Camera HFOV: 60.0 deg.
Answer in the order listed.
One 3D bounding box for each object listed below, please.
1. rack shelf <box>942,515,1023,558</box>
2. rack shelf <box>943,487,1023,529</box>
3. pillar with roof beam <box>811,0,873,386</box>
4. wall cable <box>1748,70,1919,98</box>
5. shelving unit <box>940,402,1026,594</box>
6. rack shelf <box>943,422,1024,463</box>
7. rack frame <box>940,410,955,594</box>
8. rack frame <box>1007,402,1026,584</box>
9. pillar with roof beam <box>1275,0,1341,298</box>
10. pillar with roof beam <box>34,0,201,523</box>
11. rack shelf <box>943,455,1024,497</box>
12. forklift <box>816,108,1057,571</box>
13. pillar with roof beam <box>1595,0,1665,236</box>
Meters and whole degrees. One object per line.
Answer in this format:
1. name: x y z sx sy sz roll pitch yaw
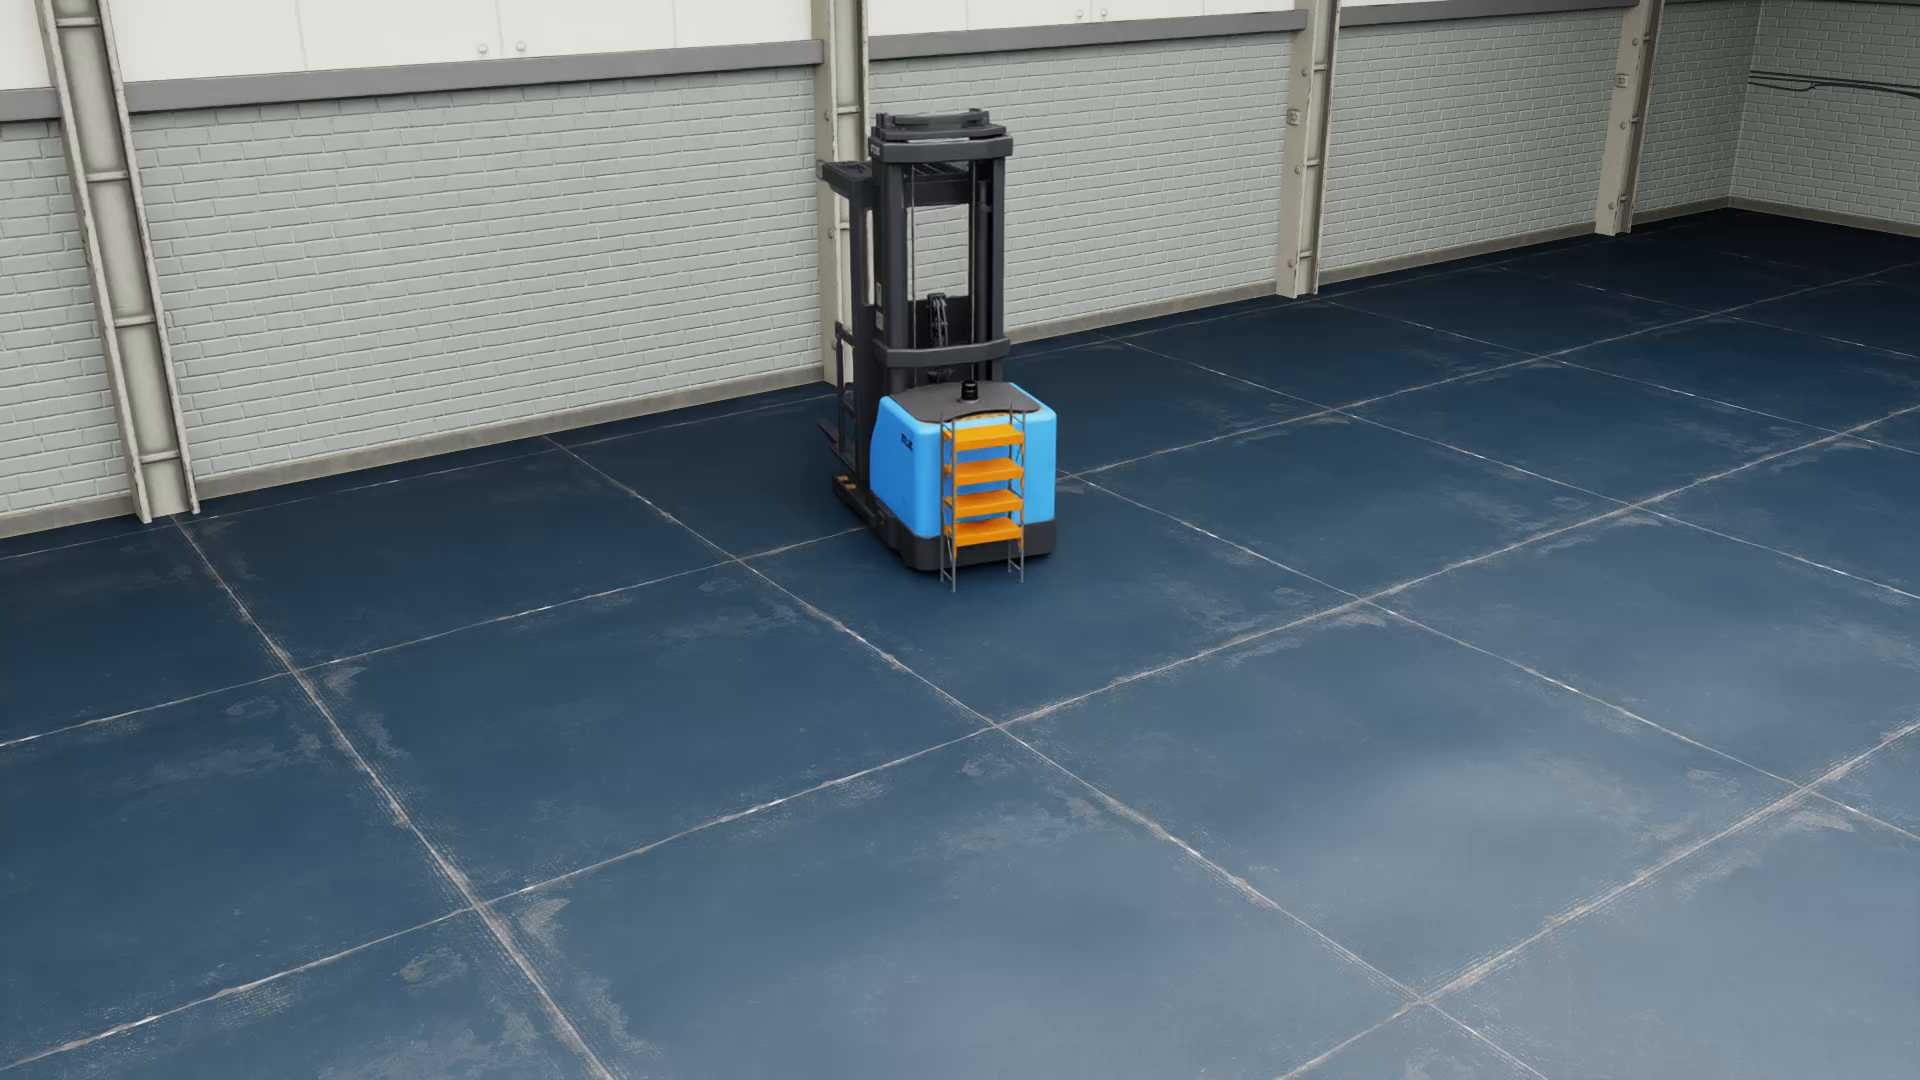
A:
1. rack shelf: 0.146 -0.028 11.063 0.480 0.148 0.258 -8 23 -19
2. rack shelf: 0.147 -0.212 10.988 0.480 0.148 0.258 -8 23 -19
3. pillar with roof beam: 1.466 -4.393 10.764 0.400 9.000 9.100 -15 26 -33
4. wall cable: 11.856 -7.083 21.695 0.112 2.526 3.097 -15 26 -33
5. shelving unit: 0.147 -0.274 10.963 0.503 1.200 0.258 -8 23 -19
6. rack shelf: 0.147 -0.639 10.816 0.480 0.148 0.258 -8 23 -19
7. rack frame: -0.081 -0.242 10.882 0.015 1.200 0.240 -8 23 -19
8. rack frame: 0.374 -0.307 11.044 0.015 1.200 0.240 -8 23 -19
9. pillar with roof beam: 6.336 -5.692 14.018 0.400 9.000 9.100 -15 26 -33
10. pillar with roof beam: -3.405 -3.094 7.509 0.400 9.000 9.100 -15 26 -33
11. rack shelf: 0.147 -0.419 10.905 0.480 0.148 0.258 -8 23 -19
12. forklift: -0.334 -1.670 12.127 1.130 2.935 3.031 -8 23 -19
13. pillar with roof beam: 11.207 -6.991 17.273 0.400 9.000 9.100 -15 26 -33
